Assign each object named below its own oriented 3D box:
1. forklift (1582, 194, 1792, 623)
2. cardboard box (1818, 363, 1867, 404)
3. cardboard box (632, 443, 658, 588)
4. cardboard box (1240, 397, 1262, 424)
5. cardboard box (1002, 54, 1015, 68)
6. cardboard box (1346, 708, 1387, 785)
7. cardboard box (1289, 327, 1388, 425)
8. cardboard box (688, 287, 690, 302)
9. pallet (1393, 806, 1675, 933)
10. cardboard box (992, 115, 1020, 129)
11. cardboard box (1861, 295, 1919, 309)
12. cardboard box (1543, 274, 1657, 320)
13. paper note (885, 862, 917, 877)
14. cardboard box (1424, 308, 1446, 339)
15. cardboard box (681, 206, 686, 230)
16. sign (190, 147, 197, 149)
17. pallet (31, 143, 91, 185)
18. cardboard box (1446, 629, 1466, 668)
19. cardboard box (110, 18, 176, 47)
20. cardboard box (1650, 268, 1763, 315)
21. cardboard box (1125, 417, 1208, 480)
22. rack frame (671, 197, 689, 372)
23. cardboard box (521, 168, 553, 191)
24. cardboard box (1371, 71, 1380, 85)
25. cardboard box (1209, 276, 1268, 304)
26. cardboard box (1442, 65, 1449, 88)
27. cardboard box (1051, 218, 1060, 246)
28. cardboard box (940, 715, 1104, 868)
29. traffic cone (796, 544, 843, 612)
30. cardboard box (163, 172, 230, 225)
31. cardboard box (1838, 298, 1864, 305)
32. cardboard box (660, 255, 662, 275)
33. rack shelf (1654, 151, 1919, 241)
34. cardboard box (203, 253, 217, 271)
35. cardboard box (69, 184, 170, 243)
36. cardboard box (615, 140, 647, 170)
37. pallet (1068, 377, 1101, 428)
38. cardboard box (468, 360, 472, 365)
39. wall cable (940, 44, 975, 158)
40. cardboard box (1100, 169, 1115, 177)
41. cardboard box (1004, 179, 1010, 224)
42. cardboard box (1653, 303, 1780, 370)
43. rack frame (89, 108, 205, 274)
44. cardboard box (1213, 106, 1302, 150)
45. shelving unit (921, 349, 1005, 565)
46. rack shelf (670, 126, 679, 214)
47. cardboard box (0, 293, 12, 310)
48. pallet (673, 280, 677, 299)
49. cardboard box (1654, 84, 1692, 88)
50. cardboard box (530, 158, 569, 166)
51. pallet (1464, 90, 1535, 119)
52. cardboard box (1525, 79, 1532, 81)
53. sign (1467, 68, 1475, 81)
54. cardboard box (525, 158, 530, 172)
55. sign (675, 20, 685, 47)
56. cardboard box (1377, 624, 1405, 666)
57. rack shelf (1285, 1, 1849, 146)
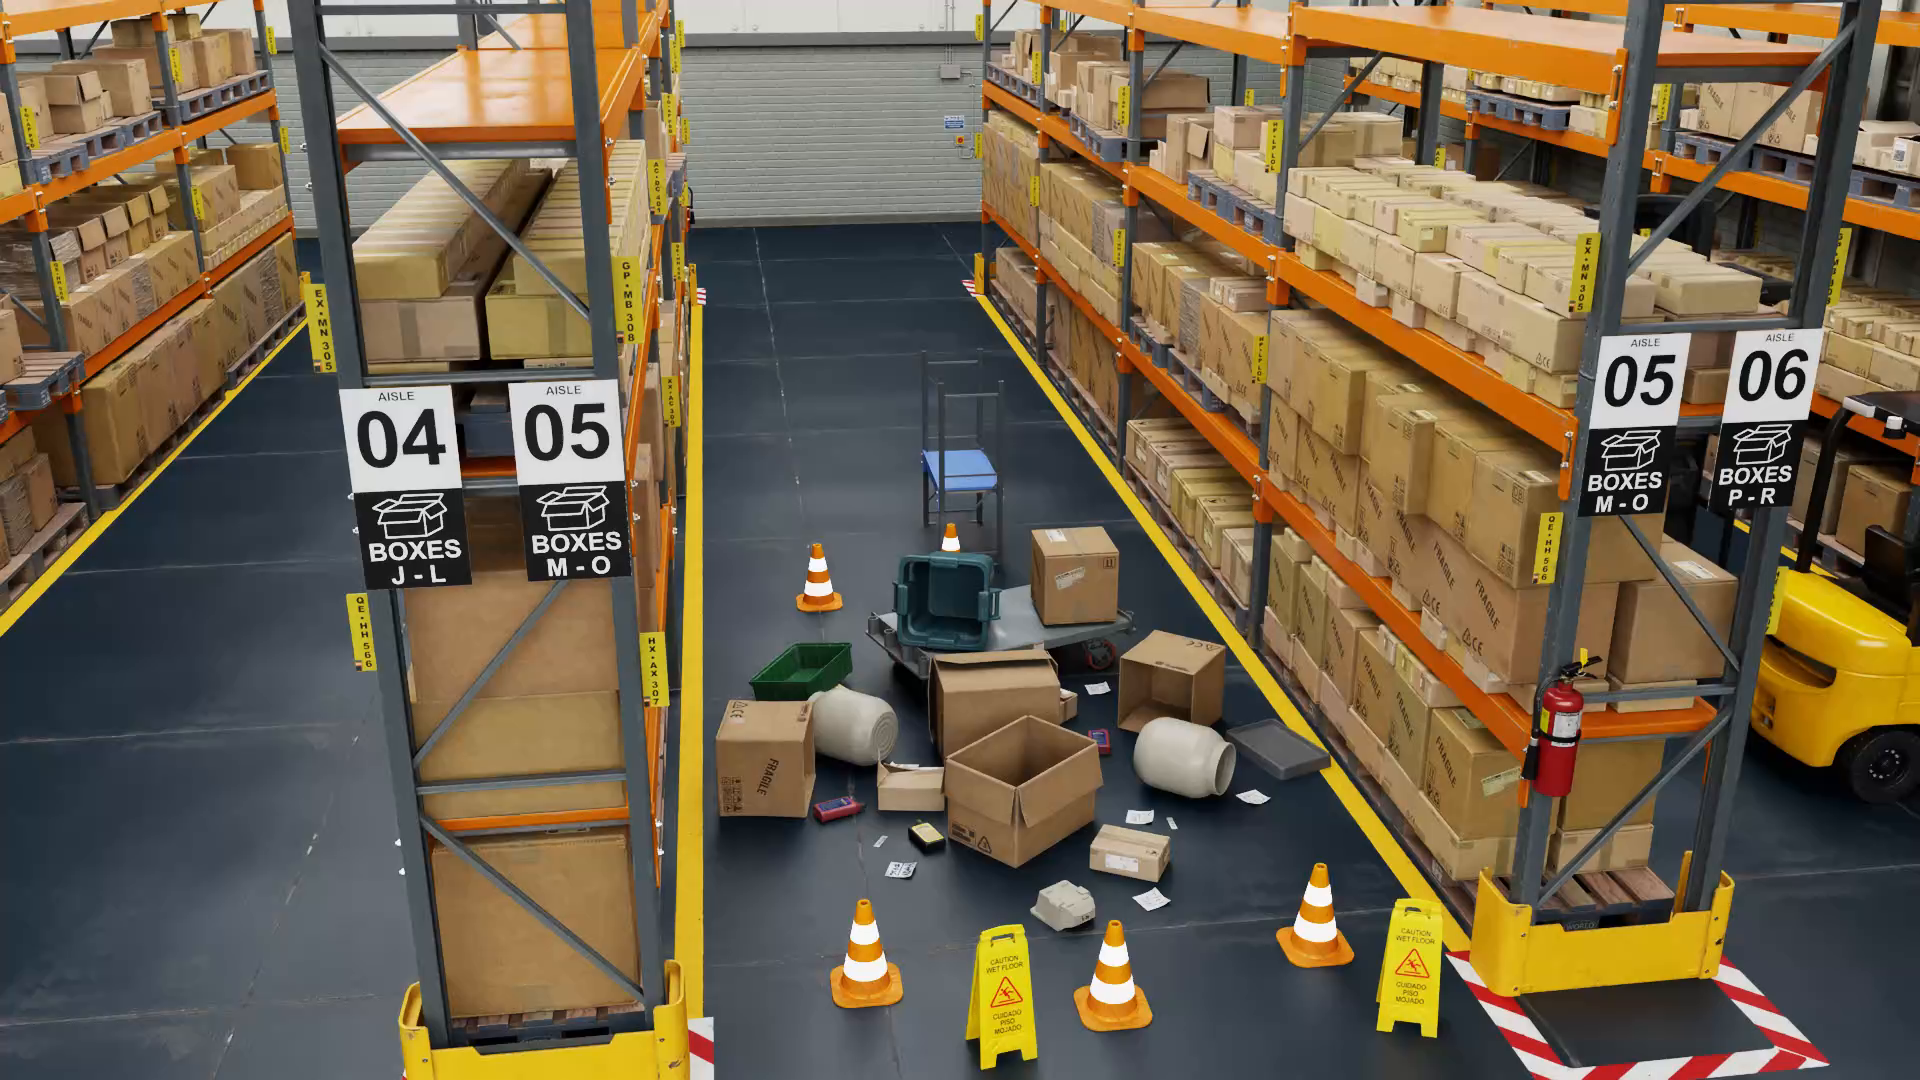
[{"bbox_3d":[5.033,-0.898,11.933,1.130,2.935,3.031,-3,21,-8],"label":"forklift"},{"bbox_3d":[7.031,-1.195,12.844,0.500,0.250,0.500,-3,21,-8],"label":"cardboard box"},{"bbox_3d":[-1.910,-0.102,7.946,0.875,0.550,0.550,-3,21,-8],"label":"cardboard box"},{"bbox_3d":[2.182,-0.922,11.657,0.380,0.149,0.250,-3,21,-7],"label":"cardboard box"},{"bbox_3d":[0.729,-5.976,20.759,0.380,0.149,0.250,-2,21,-6],"label":"cardboard box"},{"bbox_3d":[2.575,1.170,9.625,0.500,0.250,0.500,-4,21,-10],"label":"cardboard box"},{"bbox_3d":[2.430,-0.992,10.089,0.700,0.500,0.500,-3,21,-7],"label":"cardboard box"},{"bbox_3d":[-3.665,-3.155,21.350,0.380,0.149,0.250,-2,21,-6],"label":"cardboard box"},{"bbox_3d":[3.013,1.703,8.855,1.003,0.211,1.213,-3,21,-8],"label":"pallet"},{"bbox_3d":[0.609,-5.333,21.209,0.380,0.149,0.250,-2,21,-6],"label":"cardboard box"},{"bbox_3d":[7.471,-1.858,13.333,0.380,0.149,0.250,-3,21,-8],"label":"cardboard box"},{"bbox_3d":[2.765,-1.057,7.192,0.380,0.149,0.250,-3,21,-7],"label":"cardboard box"},{"bbox_3d":[-0.318,1.768,8.941,0.144,0.017,0.142,4,21,11],"label":"paper note"},{"bbox_3d":[2.621,-1.136,8.542,0.380,0.149,0.250,-3,21,-9],"label":"cardboard box"},{"bbox_3d":[-3.445,-3.882,19.254,0.500,0.500,0.500,-3,21,-9],"label":"cardboard box"},{"bbox_3d":[-9.557,-4.751,20.798,0.100,0.325,0.005,-3,21,-8],"label":"sign"},{"bbox_3d":[-7.999,-3.101,13.715,1.213,0.211,1.003,-2,21,-5],"label":"pallet"},{"bbox_3d":[2.678,0.533,8.361,0.380,0.149,0.250,-3,21,-9],"label":"cardboard box"},{"bbox_3d":[-8.560,-5.322,17.433,0.500,0.250,0.500,-4,21,-11],"label":"cardboard box"},{"bbox_3d":[3.257,-1.088,7.275,0.380,0.149,0.250,-3,21,-8],"label":"cardboard box"},{"bbox_3d":[2.024,-0.833,14.816,0.950,0.372,0.625,-4,21,-11],"label":"cardboard box"},{"bbox_3d":[-3.508,-3.164,17.901,1.000,3.000,0.127,-3,21,-8],"label":"rack frame"},{"bbox_3d":[-2.561,-1.929,9.352,0.500,0.250,0.500,-3,21,-7],"label":"cardboard box"},{"bbox_3d":[5.545,-5.980,21.512,0.380,0.149,0.250,-2,21,-7],"label":"cardboard box"},{"bbox_3d":[2.064,-1.846,12.276,0.380,0.149,0.250,-4,21,-10],"label":"cardboard box"},{"bbox_3d":[5.885,-5.509,19.680,0.500,0.250,0.500,-4,21,-10],"label":"cardboard box"},{"bbox_3d":[1.263,-3.267,17.676,0.500,0.250,0.500,-3,21,-7],"label":"cardboard box"},{"bbox_3d":[0.348,1.395,9.262,0.637,0.503,0.797,17,27,39],"label":"cardboard box"},{"bbox_3d":[-1.053,0.254,12.376,0.336,0.463,0.334,-3,21,-8],"label":"traffic cone"},{"bbox_3d":[-8.310,-3.719,18.104,0.500,0.500,0.500,-3,21,-8],"label":"cardboard box"},{"bbox_3d":[6.958,-1.829,13.257,0.380,0.149,0.250,-3,21,-7],"label":"cardboard box"},{"bbox_3d":[-2.878,-2.485,14.990,0.380,0.149,0.250,-3,21,-8],"label":"cardboard box"},{"bbox_3d":[7.152,-2.691,13.376,1.077,0.370,4.000,-3,21,-8],"label":"rack shelf"},{"bbox_3d":[-8.144,-2.950,17.688,0.380,0.149,0.250,-3,21,-8],"label":"cardboard box"},{"bbox_3d":[-8.330,-3.245,16.541,0.797,0.503,0.637,-3,21,-9],"label":"cardboard box"},{"bbox_3d":[-1.986,-2.188,9.477,0.380,0.149,0.250,-3,21,-8],"label":"cardboard box"},{"bbox_3d":[1.741,-1.456,17.312,1.003,0.211,1.213,-3,21,-8],"label":"pallet"},{"bbox_3d":[-2.234,-0.815,6.939,0.380,0.149,0.250,-3,21,-7],"label":"cardboard box"},{"bbox_3d":[-0.036,-7.275,27.412,0.585,1.953,0.123,-3,21,-8],"label":"wall cable"},{"bbox_3d":[1.771,-3.643,17.612,0.500,0.500,0.500,-3,21,-7],"label":"cardboard box"},{"bbox_3d":[0.829,-4.177,20.469,0.500,0.500,0.500,-2,21,-6],"label":"cardboard box"},{"bbox_3d":[3.297,-0.956,7.490,0.500,0.250,0.500,-3,21,-9],"label":"cardboard box"},{"bbox_3d":[-8.430,-2.949,17.325,1.000,3.000,0.127,-3,21,-8],"label":"rack frame"},{"bbox_3d":[2.151,-2.991,12.050,0.500,0.250,0.500,-3,21,-7],"label":"cardboard box"},{"bbox_3d":[0.012,-0.673,13.375,0.538,1.500,1.048,-3,21,-8],"label":"shelving unit"},{"bbox_3d":[-3.219,-3.540,15.648,1.077,0.370,4.000,-3,21,-8],"label":"rack shelf"},{"bbox_3d":[-7.736,-1.623,13.030,0.500,0.500,0.500,-6,21,-14],"label":"cardboard box"},{"bbox_3d":[-3.257,-2.373,16.056,1.003,0.211,1.213,-3,21,-8],"label":"pallet"},{"bbox_3d":[6.588,-4.177,15.545,0.380,0.149,0.250,-4,21,-10],"label":"cardboard box"},{"bbox_3d":[-2.750,-2.389,11.010,0.500,0.250,0.500,-3,21,-8],"label":"cardboard box"},{"bbox_3d":[6.312,-4.788,18.231,1.213,0.211,1.003,-3,21,-8],"label":"pallet"},{"bbox_3d":[6.158,-4.893,17.434,0.380,0.149,0.250,-3,21,-7],"label":"cardboard box"},{"bbox_3d":[5.752,-5.318,18.641,0.100,0.325,0.005,-3,21,-8],"label":"sign"},{"bbox_3d":[-2.638,-2.156,9.390,0.380,0.149,0.250,-3,21,-7],"label":"cardboard box"},{"bbox_3d":[-3.532,-6.390,20.985,0.100,0.325,0.005,-3,21,-8],"label":"sign"},{"bbox_3d":[2.544,0.576,9.218,0.380,0.149,0.250,-2,21,-5],"label":"cardboard box"},{"bbox_3d":[2.818,-2.458,8.470,1.077,0.370,4.000,-3,21,-8],"label":"rack shelf"}]
